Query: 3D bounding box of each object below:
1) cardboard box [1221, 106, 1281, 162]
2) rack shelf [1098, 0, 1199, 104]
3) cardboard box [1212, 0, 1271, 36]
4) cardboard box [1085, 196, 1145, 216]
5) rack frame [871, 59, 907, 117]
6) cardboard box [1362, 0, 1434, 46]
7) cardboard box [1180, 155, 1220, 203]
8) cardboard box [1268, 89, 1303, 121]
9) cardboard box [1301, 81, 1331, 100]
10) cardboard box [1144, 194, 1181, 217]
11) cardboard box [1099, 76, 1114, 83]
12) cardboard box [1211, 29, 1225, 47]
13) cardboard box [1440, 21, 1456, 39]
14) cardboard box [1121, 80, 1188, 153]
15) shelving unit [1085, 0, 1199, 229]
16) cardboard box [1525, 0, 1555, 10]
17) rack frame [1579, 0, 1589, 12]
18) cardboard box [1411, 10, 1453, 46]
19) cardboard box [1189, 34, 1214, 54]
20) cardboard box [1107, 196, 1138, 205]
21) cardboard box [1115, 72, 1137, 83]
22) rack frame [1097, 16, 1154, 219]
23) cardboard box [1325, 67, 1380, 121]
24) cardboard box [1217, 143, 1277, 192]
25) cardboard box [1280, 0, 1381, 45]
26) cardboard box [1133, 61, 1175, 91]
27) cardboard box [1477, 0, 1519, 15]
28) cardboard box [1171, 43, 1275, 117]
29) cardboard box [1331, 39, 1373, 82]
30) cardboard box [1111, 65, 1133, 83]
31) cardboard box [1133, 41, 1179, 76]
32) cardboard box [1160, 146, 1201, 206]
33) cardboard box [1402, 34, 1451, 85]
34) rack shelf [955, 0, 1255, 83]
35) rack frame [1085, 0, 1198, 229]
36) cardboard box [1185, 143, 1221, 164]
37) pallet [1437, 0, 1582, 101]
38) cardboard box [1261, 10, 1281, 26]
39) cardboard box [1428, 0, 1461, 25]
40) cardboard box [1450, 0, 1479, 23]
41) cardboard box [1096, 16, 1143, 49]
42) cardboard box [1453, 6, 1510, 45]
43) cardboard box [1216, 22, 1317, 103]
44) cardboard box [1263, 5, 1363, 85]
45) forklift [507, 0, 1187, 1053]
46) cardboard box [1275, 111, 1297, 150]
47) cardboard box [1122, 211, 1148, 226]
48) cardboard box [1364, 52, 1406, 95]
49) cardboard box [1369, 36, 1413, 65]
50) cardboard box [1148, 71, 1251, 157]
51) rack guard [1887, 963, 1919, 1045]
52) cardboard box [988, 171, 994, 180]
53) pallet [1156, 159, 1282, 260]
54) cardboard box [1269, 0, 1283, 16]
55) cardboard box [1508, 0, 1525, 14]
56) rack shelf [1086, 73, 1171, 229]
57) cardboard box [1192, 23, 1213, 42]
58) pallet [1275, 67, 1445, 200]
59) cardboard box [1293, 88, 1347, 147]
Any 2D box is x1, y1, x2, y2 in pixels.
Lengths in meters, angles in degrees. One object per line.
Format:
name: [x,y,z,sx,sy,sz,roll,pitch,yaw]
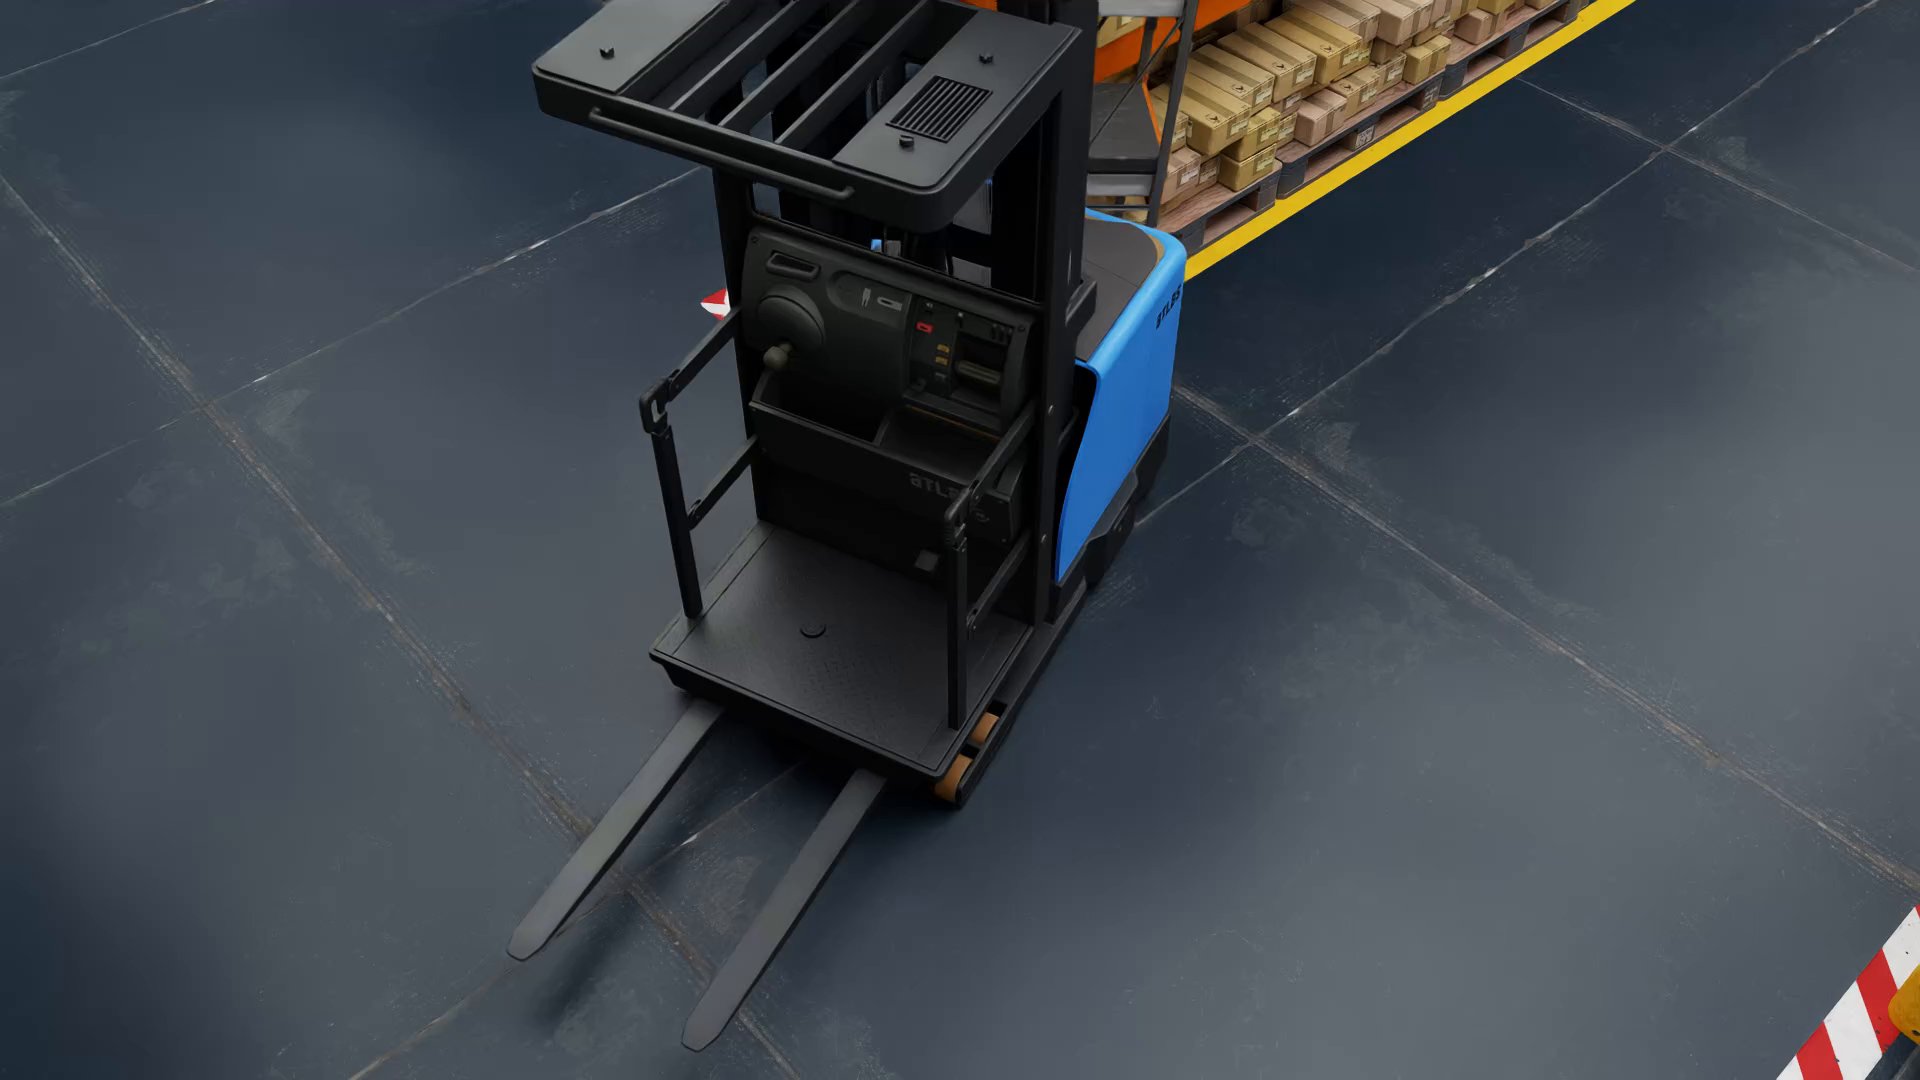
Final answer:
cardboard box: [1.195,-1.865,7.382,0.250,0.149,0.380,-32,55,-26]
rack shelf: [0.532,-1.816,5.548,0.431,0.518,0.480,-1,48,-6]
cardboard box: [1.227,-2.521,7.785,0.250,0.149,0.380,-36,57,-28]
cardboard box: [0.570,-1.524,7.067,0.250,0.149,0.380,-32,55,-26]
rack frame: [0.010,-2.128,6.172,0.127,3.000,1.000,-34,56,-27]
cardboard box: [1.966,-2.480,7.747,0.250,0.149,0.380,-36,57,-28]
cardboard box: [0.930,-1.689,7.421,0.250,0.149,0.380,-33,55,-27]
cardboard box: [1.327,-2.048,7.550,0.380,0.149,0.250,36,57,29]
cardboard box: [1.500,-2.205,7.695,0.250,0.149,0.380,-31,54,-25]
cardboard box: [0.751,-1.562,7.305,0.250,0.149,0.380,-34,56,-27]
cardboard box: [0.455,-1.998,7.301,0.250,0.149,0.380,-33,55,-26]
cardboard box: [1.168,-2.458,7.929,0.250,0.149,0.380,-31,55,-25]
cardboard box: [2.231,-2.589,8.252,0.250,0.149,0.380,-35,56,-28]
cardboard box: [0.749,-1.781,7.102,0.250,0.149,0.380,-33,55,-27]
shelving unit: [0.486,-1.353,6.053,0.431,2.100,0.503,-1,48,-6]
cardboard box: [2.908,-2.902,8.541,0.250,0.149,0.380,-33,55,-27]
rack frame: [2.969,-4.105,7.997,0.127,3.000,1.000,-34,56,-27]
cardboard box: [2.145,-2.563,8.026,0.250,0.149,0.380,-32,55,-26]
cardboard box: [0.966,-2.341,7.821,0.250,0.149,0.380,-33,55,-27]
cardboard box: [0.626,-1.579,6.916,0.250,0.149,0.380,-36,57,-29]
cardboard box: [0.592,-2.078,7.578,0.250,0.149,0.380,-36,57,-28]
rack frame: [0.465,-1.533,6.216,0.400,2.100,0.015,-1,48,-6]
cardboard box: [1.748,-2.160,7.856,0.250,0.149,0.380,-34,56,-27]
cardboard box: [1.193,-1.756,7.483,0.250,0.149,0.380,-33,55,-27]
cardboard box: [1.708,-2.417,7.689,0.250,0.149,0.380,-34,56,-27]
cardboard box: [0.860,-2.155,7.649,0.250,0.149,0.380,-34,56,-28]
cardboard box: [2.572,-2.771,8.217,0.250,0.149,0.380,-36,57,-28]
cardboard box: [1.149,-2.004,7.307,0.380,0.149,0.250,36,57,29]
cardboard box: [1.707,-2.333,7.813,0.250,0.149,0.380,-31,55,-26]
cardboard box: [0.562,-2.195,7.483,0.250,0.149,0.380,-35,56,-28]
cardboard box: [0.796,-2.288,7.570,0.250,0.149,0.380,-36,57,-28]
cardboard box: [0.811,-1.628,7.163,0.250,0.149,0.380,-34,56,-27]
cardboard box: [2.143,-2.390,8.068,0.250,0.149,0.380,-34,56,-27]
rack shelf: [1.489,-2.873,7.349,4.000,0.370,1.077,-34,56,-27]
rack frame: [0.507,-1.173,5.889,0.400,2.100,0.015,-1,48,-6]
cardboard box: [0.932,-1.797,7.319,0.250,0.149,0.380,-33,55,-27]
pallet: [2.496,-2.808,8.698,1.213,0.211,1.003,-34,56,-27]
cardboard box: [1.353,-2.609,8.068,0.250,0.149,0.380,-33,55,-27]
cardboard box: [2.157,-2.620,7.876,0.380,0.149,0.250,36,57,29]
cardboard box: [2.320,-2.700,8.152,0.250,0.149,0.380,-33,55,-27]
cardboard box: [0.470,-2.024,6.248,0.250,0.149,0.380,-34,56,-27]
cardboard box: [2.508,-2.653,8.311,0.250,0.149,0.380,-36,57,-28]
cardboard box: [1.361,-2.136,7.429,0.250,0.149,0.380,-32,55,-26]
cardboard box: [1.586,-2.241,7.526,0.250,0.149,0.380,-33,55,-27]
forklift: [-0.326,-0.515,4.731,1.130,2.935,3.031,21,51,18]
cardboard box: [1.318,-1.933,7.647,0.250,0.149,0.380,-34,56,-27]
cardboard box: [0.613,-1.388,7.144,0.250,0.149,0.380,-33,55,-26]
cardboard box: [1.904,-2.298,7.983,0.250,0.149,0.380,-33,55,-27]
cardboard box: [1.933,-2.442,7.914,0.380,0.149,0.250,36,57,29]
cardboard box: [1.022,-1.836,7.152,0.250,0.149,0.380,-34,56,-27]
rack guard: [3.254,1.479,4.545,0.348,0.500,1.175,-34,56,-27]
cardboard box: [0.259,-1.677,7.410,0.250,0.149,0.380,-33,55,-27]
pallet: [0.691,-1.602,7.585,1.213,0.211,1.003,-34,56,-27]
cardboard box: [1.402,-2.666,7.918,0.250,0.149,0.380,-33,56,-27]
cardboard box: [2.660,-2.819,8.464,0.250,0.149,0.380,-32,55,-26]
rack shelf: [0.485,-1.344,6.063,0.431,0.518,0.480,-1,48,-6]
cardboard box: [0.957,-2.451,7.720,0.250,0.149,0.380,-32,55,-26]
pallet: [1.593,-2.202,8.138,1.213,0.211,1.003,-34,56,-27]
cardboard box: [1.561,-2.009,7.717,0.380,0.149,0.250,36,57,29]
